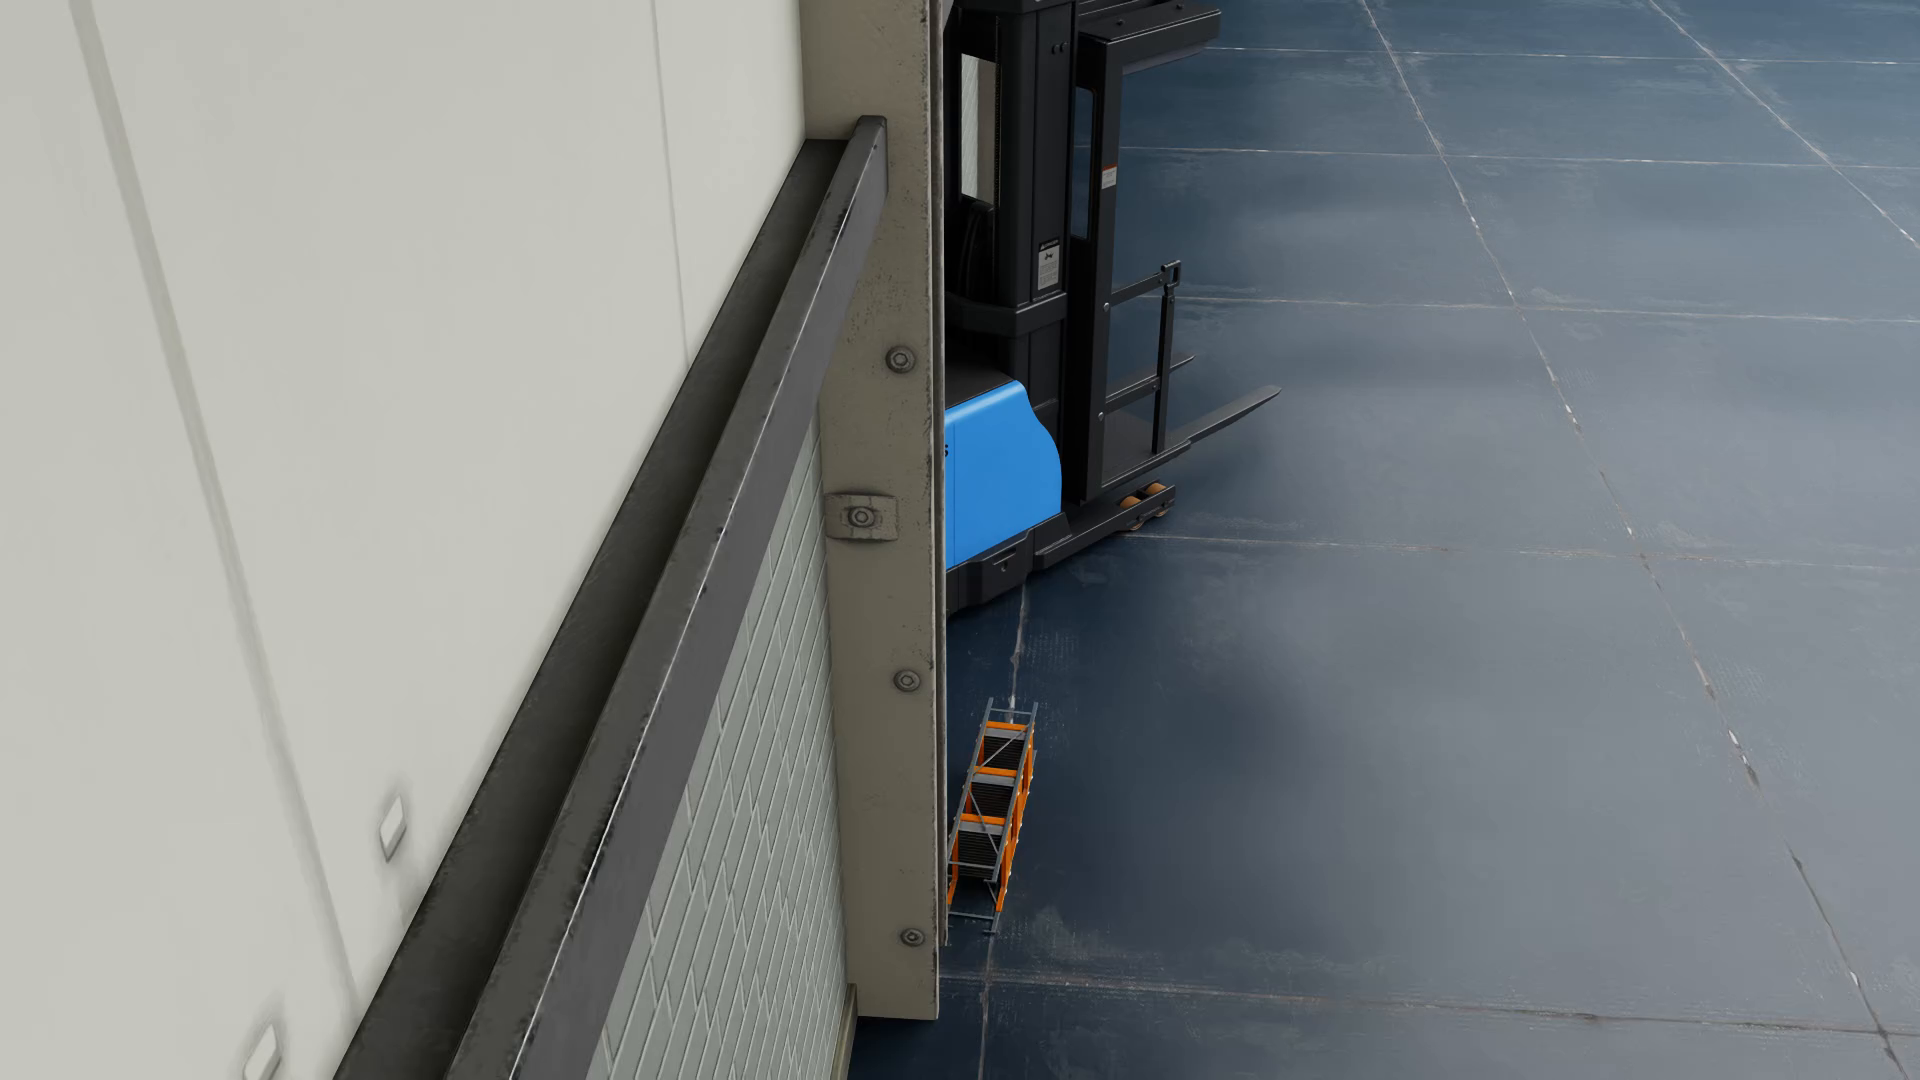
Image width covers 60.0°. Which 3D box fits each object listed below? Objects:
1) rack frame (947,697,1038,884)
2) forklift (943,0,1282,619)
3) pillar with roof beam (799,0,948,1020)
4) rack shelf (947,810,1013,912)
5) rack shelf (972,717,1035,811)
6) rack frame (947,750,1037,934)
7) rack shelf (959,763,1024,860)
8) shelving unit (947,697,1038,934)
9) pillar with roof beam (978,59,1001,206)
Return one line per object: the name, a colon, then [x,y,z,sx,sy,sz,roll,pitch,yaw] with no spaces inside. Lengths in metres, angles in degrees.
rack frame: [0.122,0.920,6.278,0.200,0.008,1.050,5,32,9]
forklift: [0.452,-1.473,7.847,3.031,2.935,1.130,-27,40,-36]
pillar with roof beam: [4.076,-2.135,3.137,9.100,9.000,0.400,2,32,4]
rack shelf: [0.070,1.173,6.101,0.215,0.240,0.259,5,32,9]
rack shelf: [0.172,0.883,6.571,0.215,0.240,0.259,5,32,9]
rack frame: [0.122,1.128,6.406,0.200,0.008,1.050,5,32,9]
rack shelf: [0.120,1.030,6.333,0.215,0.240,0.259,5,32,9]
shelving unit: [0.122,1.024,6.342,0.215,0.252,1.050,5,32,9]
pillar with roof beam: [4.565,-5.273,8.228,9.100,9.000,0.400,2,32,4]
